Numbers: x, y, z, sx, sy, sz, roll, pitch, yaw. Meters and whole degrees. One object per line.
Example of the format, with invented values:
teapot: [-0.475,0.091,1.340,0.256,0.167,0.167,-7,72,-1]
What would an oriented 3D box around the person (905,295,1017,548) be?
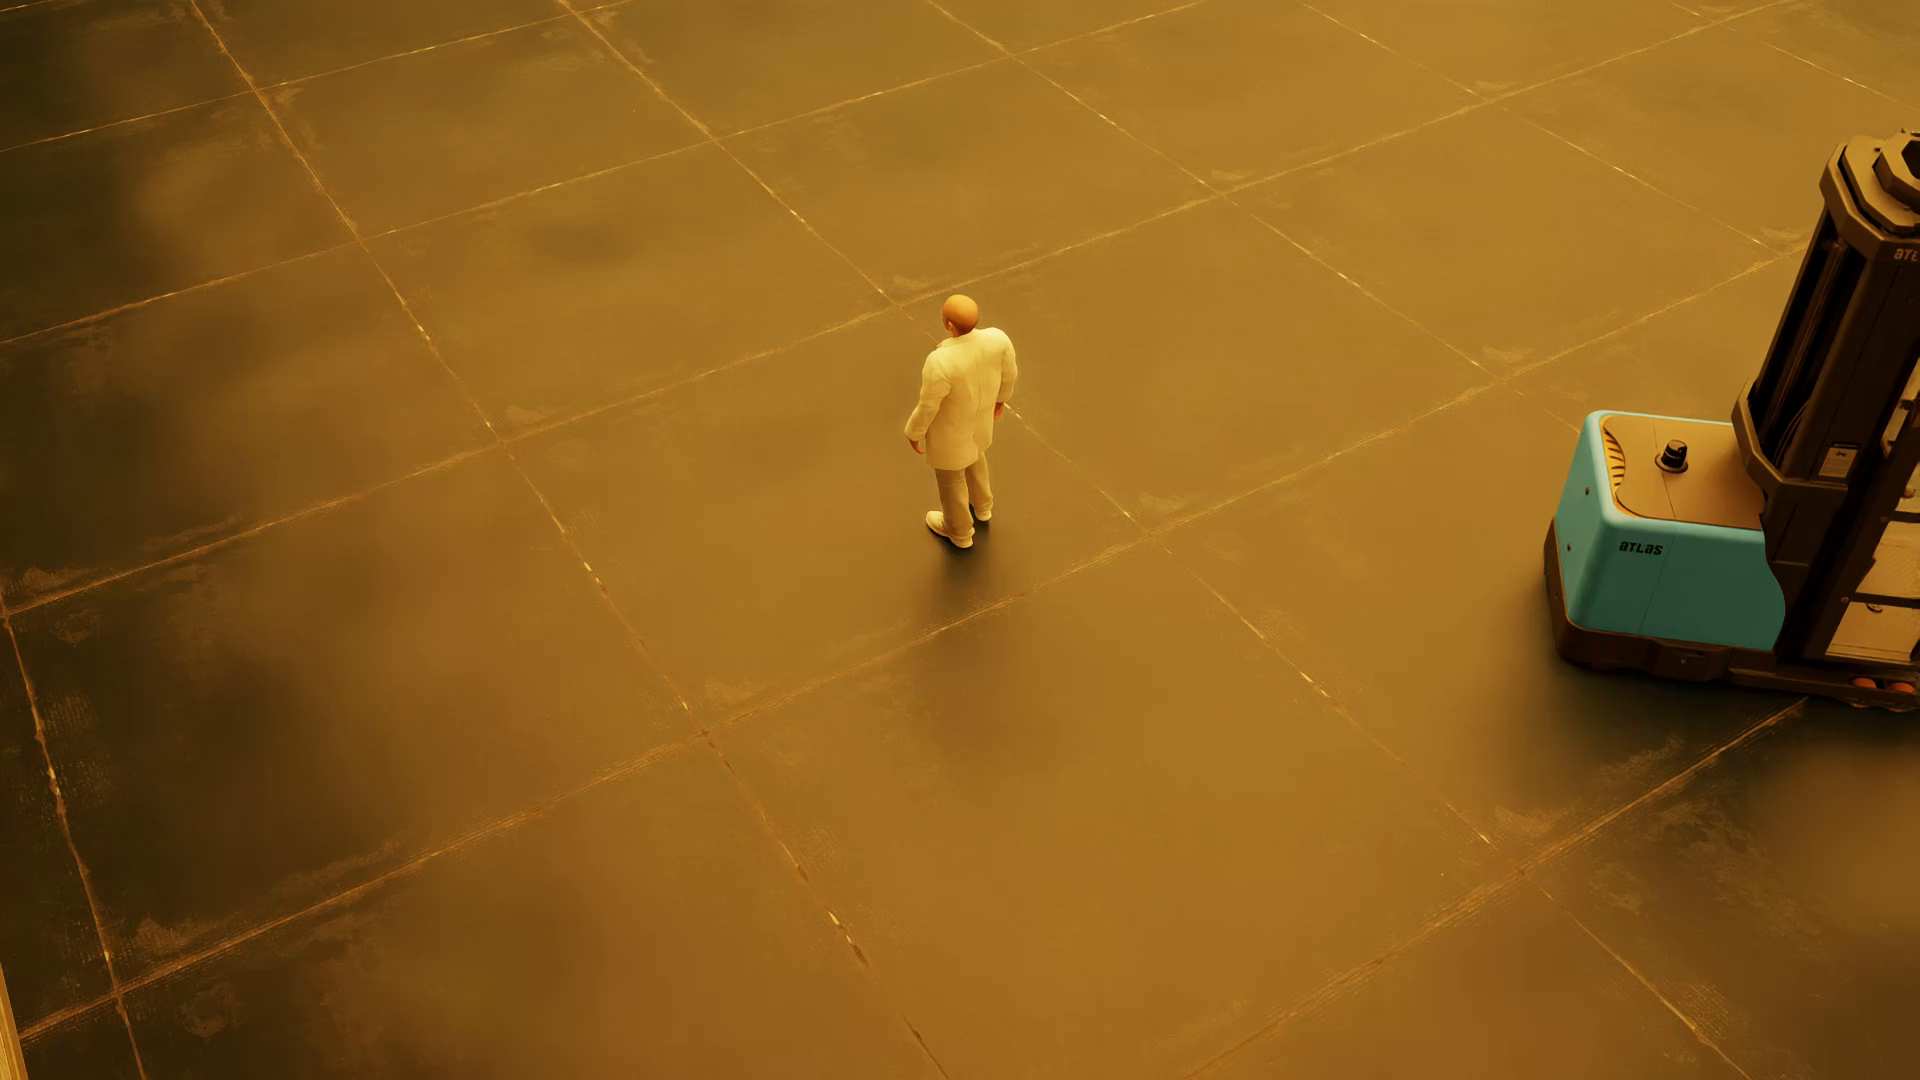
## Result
person: [-0.046,-0.727,9.568,0.698,1.778,0.579,-23,46,-24]

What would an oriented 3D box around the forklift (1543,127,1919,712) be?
forklift: [4.900,-0.549,8.499,3.031,2.935,1.130,7,42,8]
